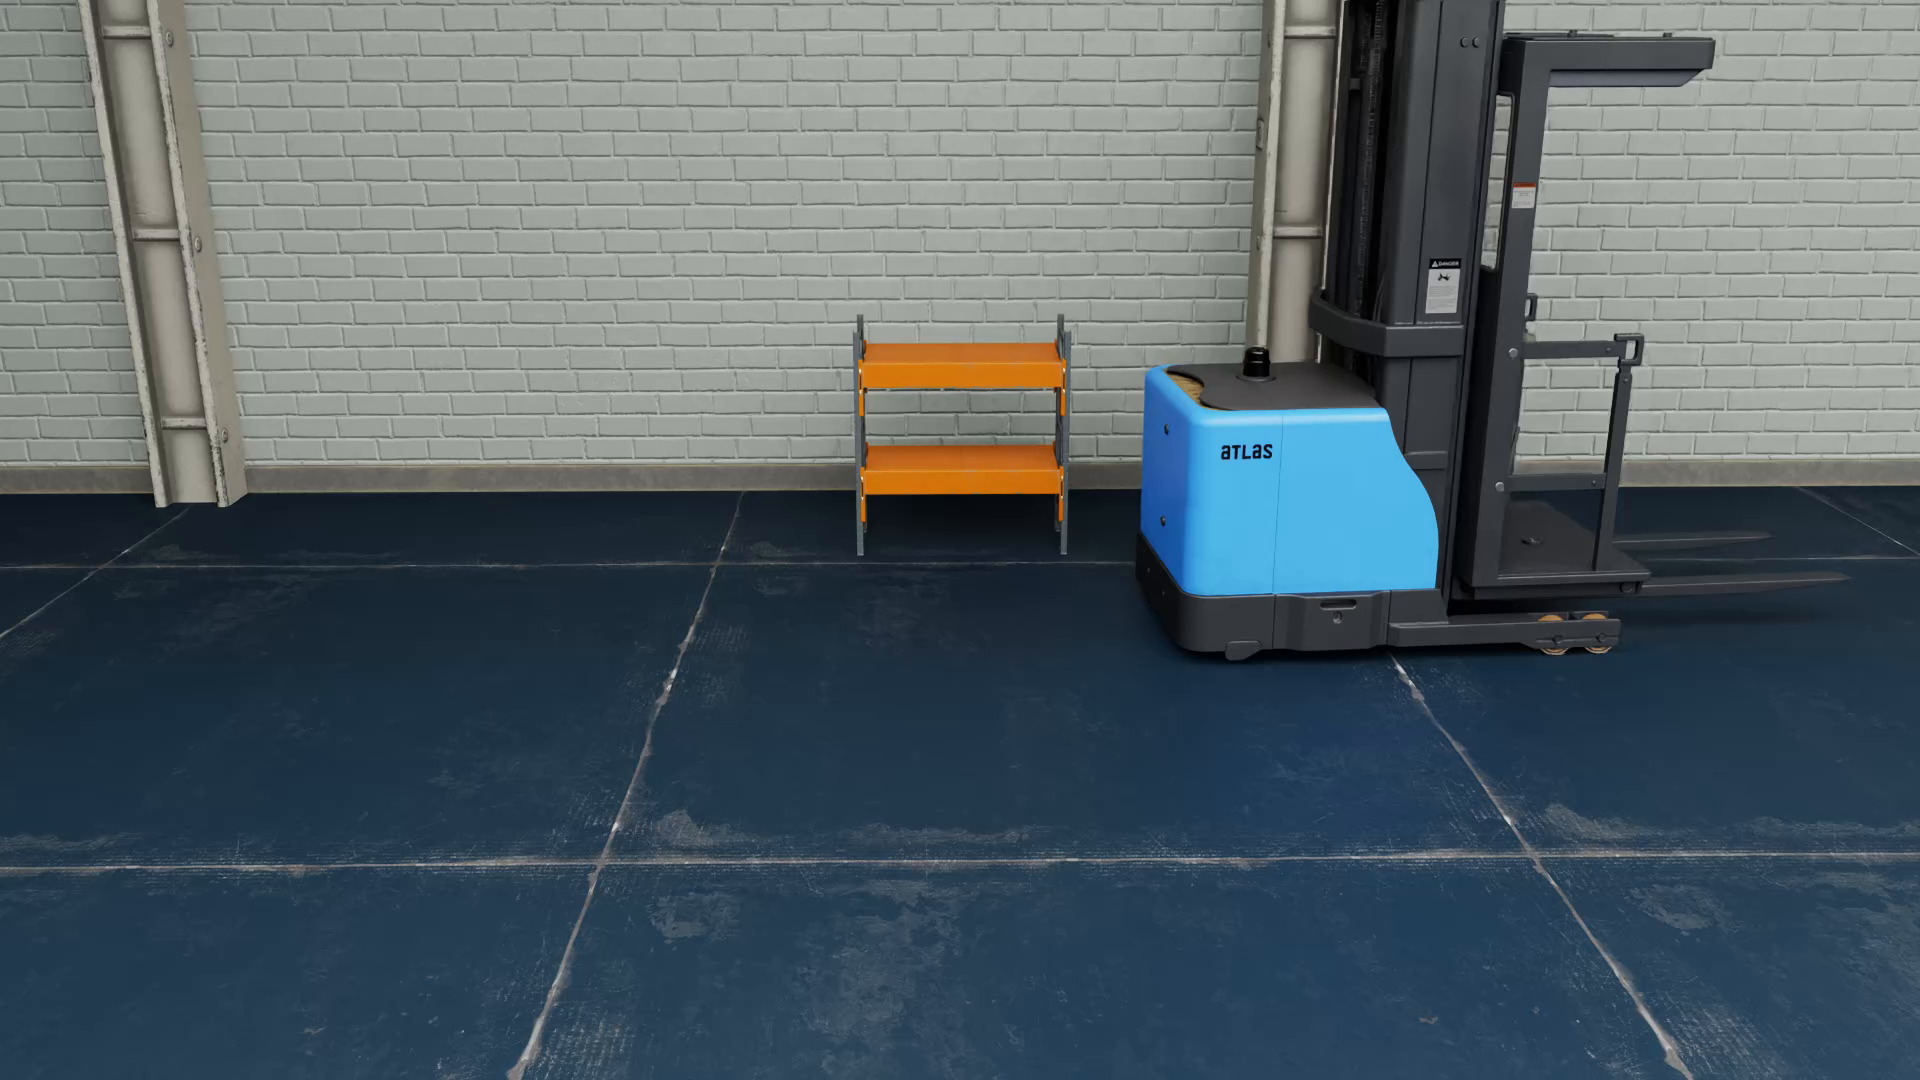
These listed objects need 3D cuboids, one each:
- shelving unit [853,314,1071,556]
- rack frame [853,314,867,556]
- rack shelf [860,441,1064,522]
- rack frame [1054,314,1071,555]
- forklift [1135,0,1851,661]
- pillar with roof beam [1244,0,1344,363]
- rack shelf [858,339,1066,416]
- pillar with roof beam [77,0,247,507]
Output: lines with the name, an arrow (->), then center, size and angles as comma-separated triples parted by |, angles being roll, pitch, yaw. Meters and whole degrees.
shelving unit -> 0.007, -0.536, 8.376 | 1.048, 1.125, 0.538 | 0, 18, -1
rack frame -> -0.502, -0.533, 8.368 | 0.032, 1.125, 0.500 | 0, 18, -1
rack shelf -> 0.007, -0.303, 8.451 | 1.000, 0.278, 0.538 | 0, 18, -1
rack frame -> 0.515, -0.538, 8.384 | 0.032, 1.125, 0.500 | 0, 18, -1
forklift -> 2.370, -1.068, 7.077 | 3.031, 2.935, 1.130 | -2, 18, -6
pillar with roof beam -> 1.853, -3.227, 3.876 | 0.400, 9.000, 9.100 | 0, 18, -1
rack shelf -> 0.007, -0.814, 8.286 | 1.000, 0.278, 0.538 | 0, 18, -1
pillar with roof beam -> -4.146, -3.198, 3.786 | 0.400, 9.000, 9.100 | 0, 18, -1
